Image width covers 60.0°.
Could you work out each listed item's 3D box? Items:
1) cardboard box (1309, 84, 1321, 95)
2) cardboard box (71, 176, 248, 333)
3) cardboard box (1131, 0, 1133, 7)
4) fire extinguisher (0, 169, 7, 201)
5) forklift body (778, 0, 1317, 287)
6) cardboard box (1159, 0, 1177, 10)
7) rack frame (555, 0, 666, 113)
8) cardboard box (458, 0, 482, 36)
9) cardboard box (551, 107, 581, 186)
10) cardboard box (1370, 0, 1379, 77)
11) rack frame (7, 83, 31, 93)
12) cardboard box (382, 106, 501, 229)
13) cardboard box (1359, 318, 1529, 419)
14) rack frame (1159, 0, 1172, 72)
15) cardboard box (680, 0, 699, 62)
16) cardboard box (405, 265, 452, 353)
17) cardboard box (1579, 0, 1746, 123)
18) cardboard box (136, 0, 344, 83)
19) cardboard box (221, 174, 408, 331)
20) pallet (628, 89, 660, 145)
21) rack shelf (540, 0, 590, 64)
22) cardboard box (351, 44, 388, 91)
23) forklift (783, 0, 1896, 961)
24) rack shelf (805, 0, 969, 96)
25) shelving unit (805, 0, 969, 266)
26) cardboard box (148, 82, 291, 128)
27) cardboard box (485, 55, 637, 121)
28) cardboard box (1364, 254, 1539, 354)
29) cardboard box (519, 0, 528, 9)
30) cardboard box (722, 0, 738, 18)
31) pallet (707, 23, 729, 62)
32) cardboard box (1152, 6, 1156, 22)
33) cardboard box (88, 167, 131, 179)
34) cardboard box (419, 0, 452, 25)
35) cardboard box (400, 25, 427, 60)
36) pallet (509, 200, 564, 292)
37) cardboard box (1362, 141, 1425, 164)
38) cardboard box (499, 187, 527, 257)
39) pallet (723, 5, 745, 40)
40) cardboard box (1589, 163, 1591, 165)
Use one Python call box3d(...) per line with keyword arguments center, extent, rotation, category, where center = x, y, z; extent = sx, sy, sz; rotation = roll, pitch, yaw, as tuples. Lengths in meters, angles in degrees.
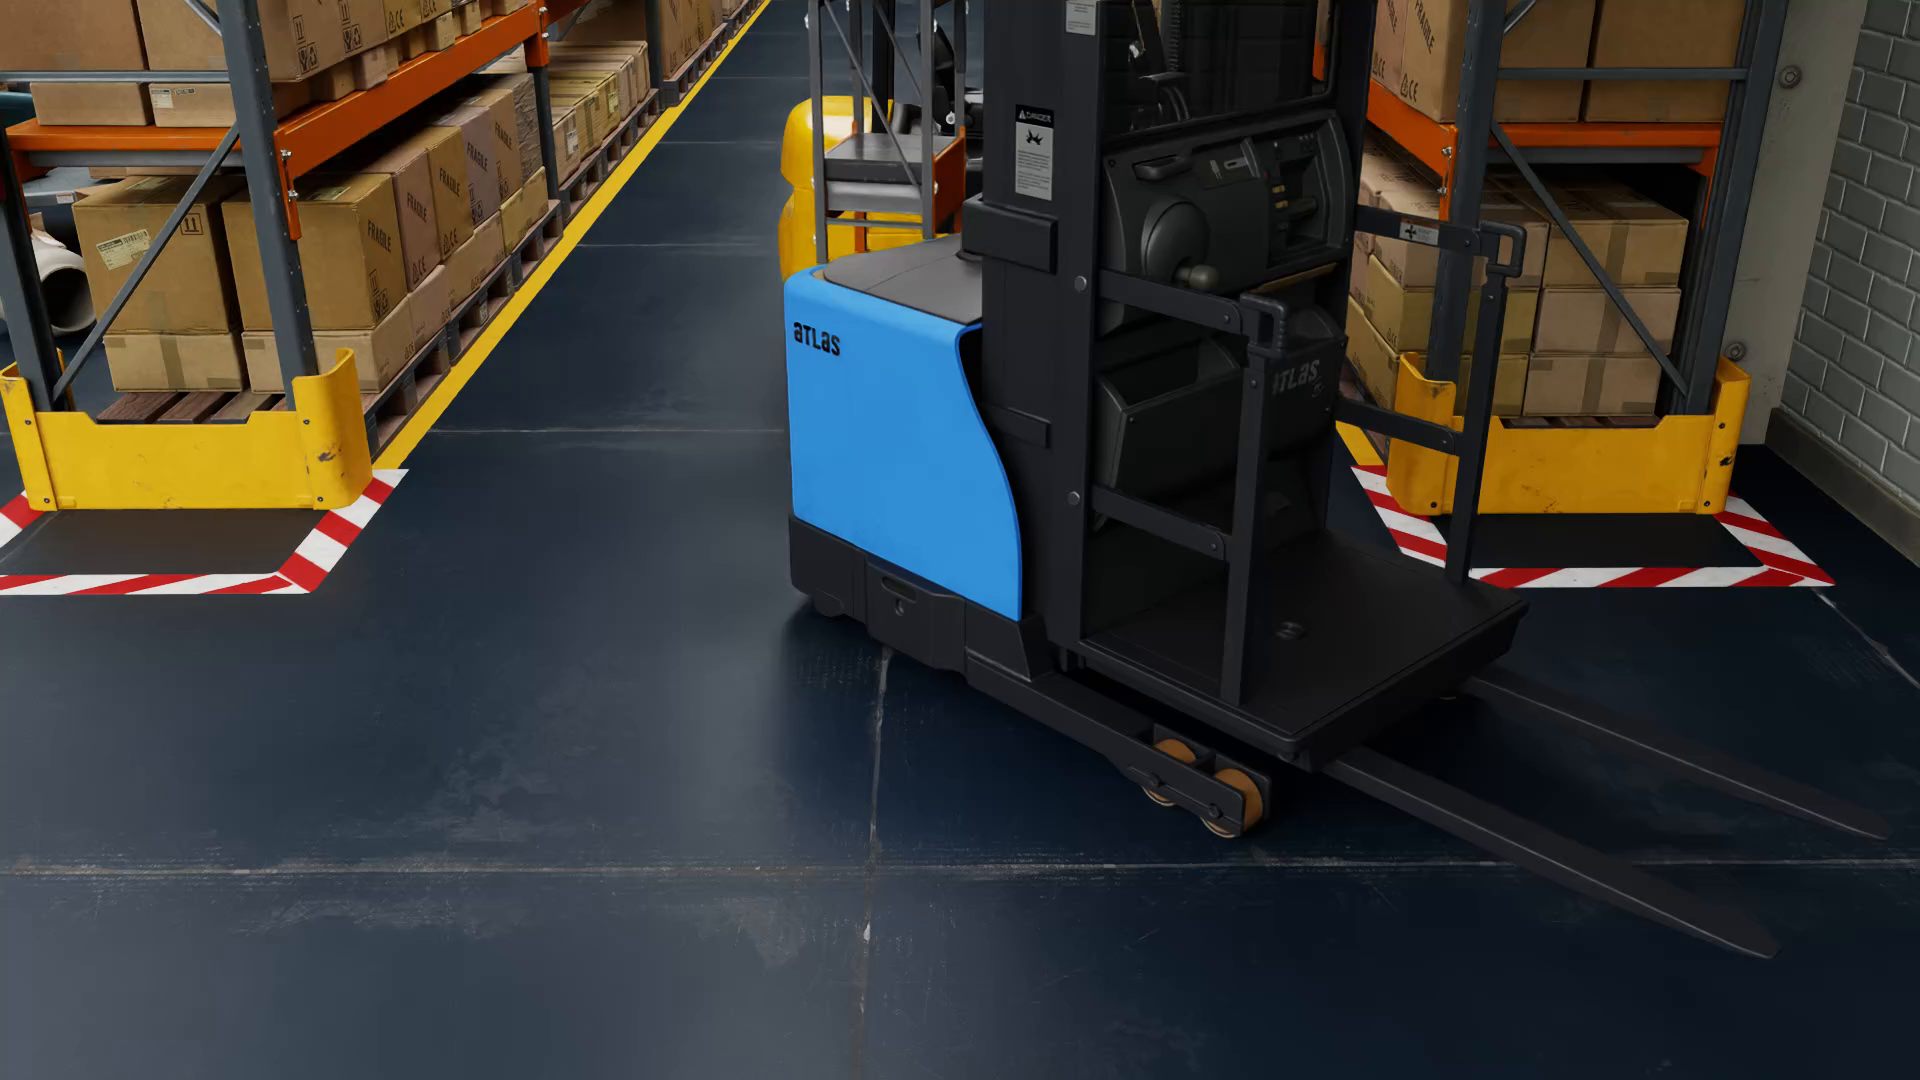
box3d(center=(1.818, -2.169, 8.519), extent=(0.500, 0.250, 0.500), rotation=(0, 24, 0), category="cardboard box")
box3d(center=(-3.059, -1.123, 6.511), extent=(0.500, 0.500, 0.500), rotation=(0, 24, 0), category="cardboard box")
box3d(center=(1.840, -4.910, 15.489), extent=(0.500, 0.500, 0.500), rotation=(-1, 24, -2), category="cardboard box")
box3d(center=(-3.249, -1.430, 5.365), extent=(0.296, 0.674, 0.183), rotation=(0, 24, -1), category="fire extinguisher")
box3d(center=(0.329, -1.924, 7.395), extent=(2.313, 2.155, 1.214), rotation=(0, 24, -1), category="forklift body")
box3d(center=(1.828, -4.385, 13.541), extent=(0.380, 0.149, 0.250), rotation=(-1, 24, -3), category="cardboard box")
box3d(center=(-2.876, -4.811, 12.746), extent=(1.000, 3.000, 0.127), rotation=(0, 24, -1), category="rack frame")
box3d(center=(-2.510, -2.498, 7.938), extent=(0.380, 0.149, 0.250), rotation=(-1, 24, -1), category="cardboard box")
box3d(center=(-2.841, -2.372, 10.035), extent=(0.950, 0.372, 0.625), rotation=(0, 24, 0), category="cardboard box")
box3d(center=(1.904, -2.210, 6.875), extent=(0.500, 0.500, 0.500), rotation=(-1, 24, -2), category="cardboard box")
box3d(center=(-7.825, -4.747, 12.605), extent=(1.000, 3.000, 0.127), rotation=(0, 24, -1), category="rack frame")
box3d(center=(-2.544, -1.780, 7.963), extent=(0.500, 0.500, 0.500), rotation=(1, 24, 2), category="cardboard box")
box3d(center=(1.853, -0.669, 6.415), extent=(0.500, 0.250, 0.500), rotation=(0, 24, 0), category="cardboard box")
box3d(center=(2.087, -4.834, 12.799), extent=(1.000, 3.000, 0.127), rotation=(0, 24, -1), category="rack frame")
box3d(center=(-2.806, -4.686, 14.541), extent=(0.875, 0.875, 0.875), rotation=(0, 24, 0), category="cardboard box")
box3d(center=(-2.519, -0.997, 7.141), extent=(0.500, 0.250, 0.500), rotation=(1, 24, 1), category="cardboard box")
box3d(center=(2.446, -1.789, 5.944), extent=(0.500, 0.500, 0.500), rotation=(1, 24, 1), category="cardboard box")
box3d(center=(-2.517, -1.892, 5.810), extent=(0.500, 0.500, 0.500), rotation=(-1, 24, -1), category="cardboard box")
box3d(center=(-2.522, -1.138, 6.543), extent=(0.500, 0.500, 0.500), rotation=(-1, 24, -2), category="cardboard box")
box3d(center=(-2.869, -3.218, 12.609), extent=(1.003, 0.211, 1.213), rotation=(0, 24, -1), category="pallet")
box3d(center=(-2.855, -3.659, 11.072), extent=(1.077, 0.370, 4.000), rotation=(0, 24, -1), category="rack shelf")
box3d(center=(-2.481, -1.859, 6.525), extent=(0.380, 0.149, 0.250), rotation=(0, 24, 0), category="cardboard box")
box3d(center=(0.839, -0.838, 4.045), extent=(1.130, 2.935, 3.031), rotation=(-21, 32, -39), category="forklift")
box3d(center=(-0.231, -1.766, 5.440), extent=(0.431, 0.518, 0.480), rotation=(5, 25, 11), category="rack shelf")
box3d(center=(-0.232, -1.140, 5.723), extent=(0.431, 2.100, 0.503), rotation=(5, 25, 11), category="shelving unit")
box3d(center=(-2.586, -1.541, 5.821), extent=(0.380, 0.149, 0.250), rotation=(0, 24, 0), category="cardboard box")
box3d(center=(-2.864, -3.268, 12.014), extent=(0.950, 0.372, 0.625), rotation=(-1, 24, -2), category="cardboard box")
box3d(center=(1.856, -0.903, 6.328), extent=(0.500, 0.250, 0.500), rotation=(-1, 24, -1), category="cardboard box")
box3d(center=(-2.524, -2.917, 8.864), extent=(0.380, 0.149, 0.250), rotation=(-1, 24, -1), category="cardboard box")
box3d(center=(-2.820, -5.742, 17.405), extent=(0.875, 0.438, 0.875), rotation=(-1, 24, -1), category="cardboard box")
box3d(center=(-2.836, -4.871, 16.263), extent=(1.003, 0.211, 1.213), rotation=(0, 24, -1), category="pallet")
box3d(center=(1.872, -4.266, 14.067), extent=(0.500, 0.500, 0.500), rotation=(-1, 24, -1), category="cardboard box")
box3d(center=(-4.612, -2.348, 9.416), extent=(0.500, 0.500, 0.500), rotation=(0, 24, -1), category="cardboard box")
box3d(center=(-2.546, -2.524, 7.209), extent=(0.500, 0.500, 0.500), rotation=(-1, 24, -2), category="cardboard box")
box3d(center=(-2.554, -2.183, 7.241), extent=(0.380, 0.149, 0.250), rotation=(-1, 24, -2), category="cardboard box")
box3d(center=(-2.790, -1.615, 9.065), extent=(1.003, 0.211, 1.213), rotation=(0, 24, -1), category="pallet")
box3d(center=(1.830, -1.539, 7.126), extent=(0.500, 0.250, 0.500), rotation=(0, 24, 0), category="cardboard box")
box3d(center=(-2.542, -1.639, 8.561), extent=(0.500, 0.250, 0.500), rotation=(-1, 24, -2), category="cardboard box")
box3d(center=(-2.850, -5.502, 17.659), extent=(1.003, 0.211, 1.213), rotation=(0, 24, -1), category="pallet")
box3d(center=(2.354, -1.543, 7.135), extent=(0.500, 0.250, 0.500), rotation=(0, 24, -1), category="cardboard box")
